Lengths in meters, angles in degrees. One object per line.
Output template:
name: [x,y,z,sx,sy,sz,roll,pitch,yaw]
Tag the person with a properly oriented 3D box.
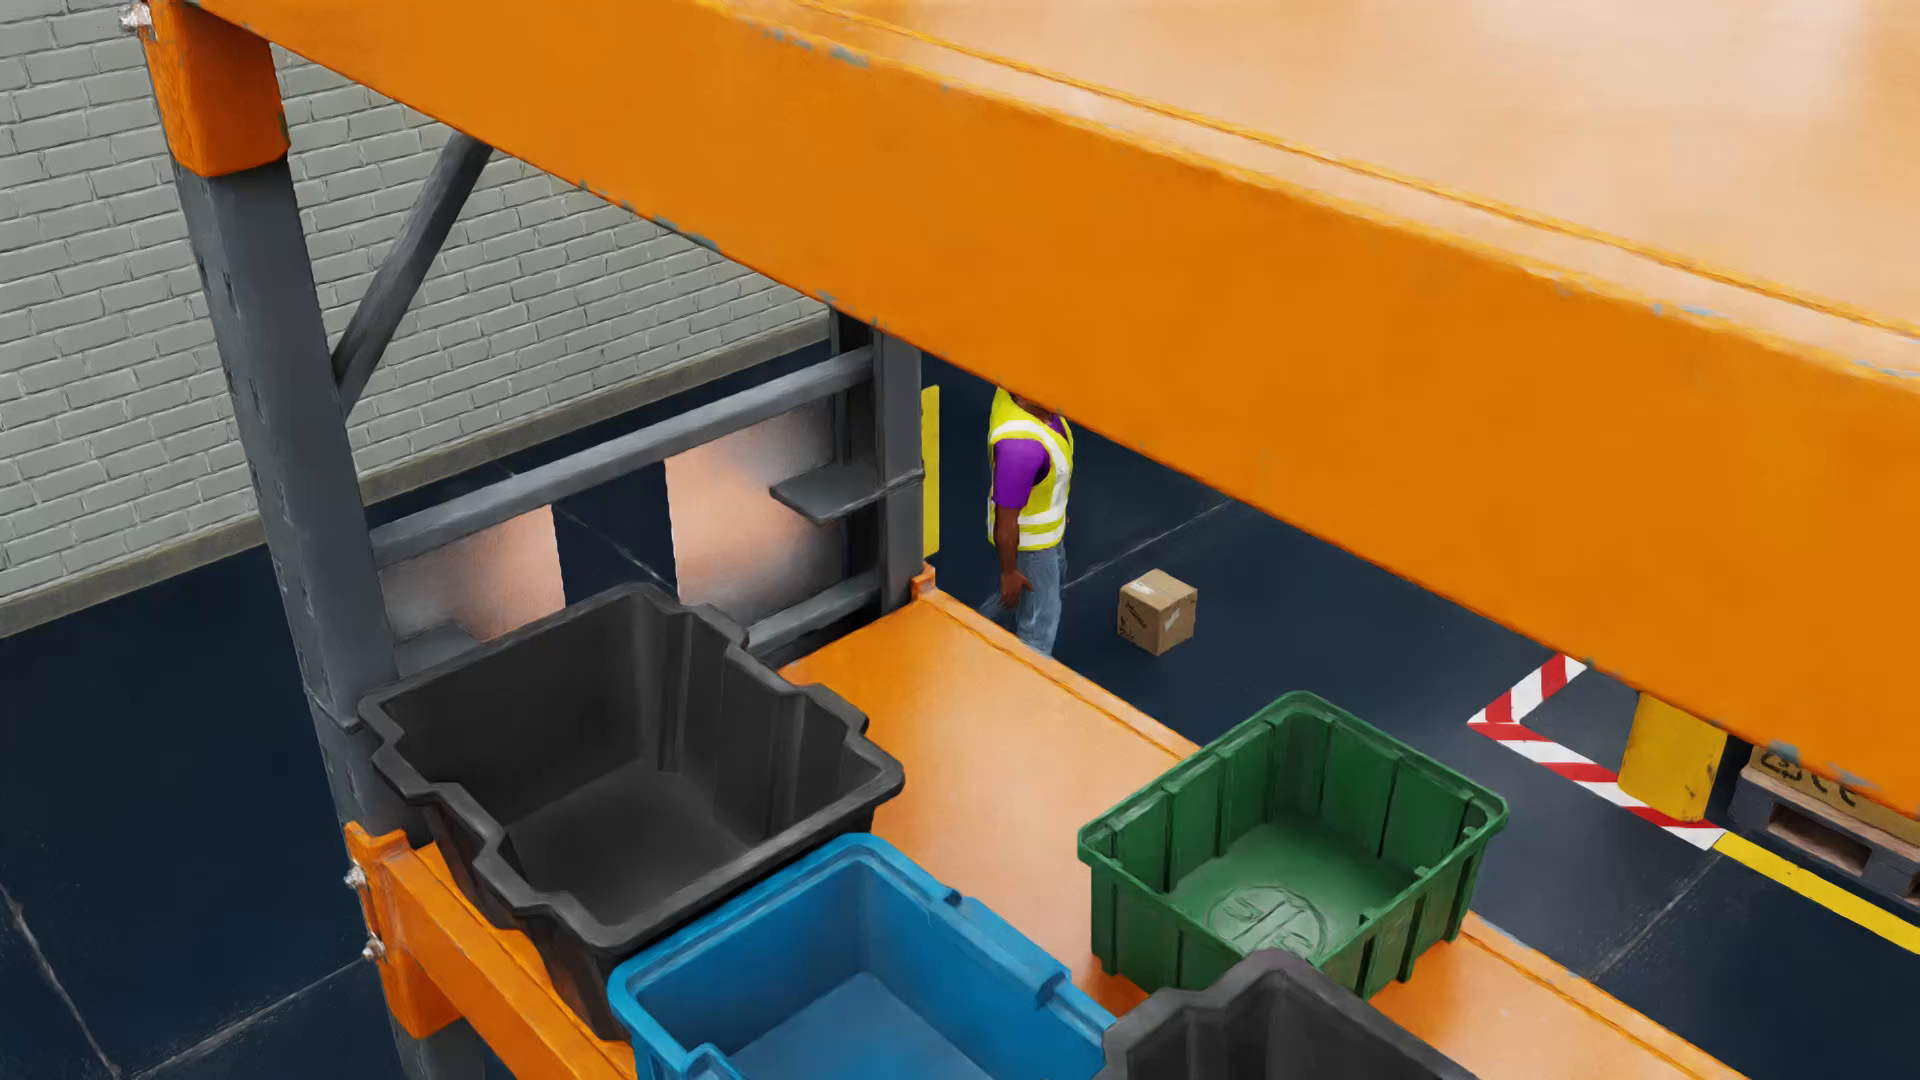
person: [0.235,-0.017,6.609,0.624,1.761,0.658,1,32,2]
